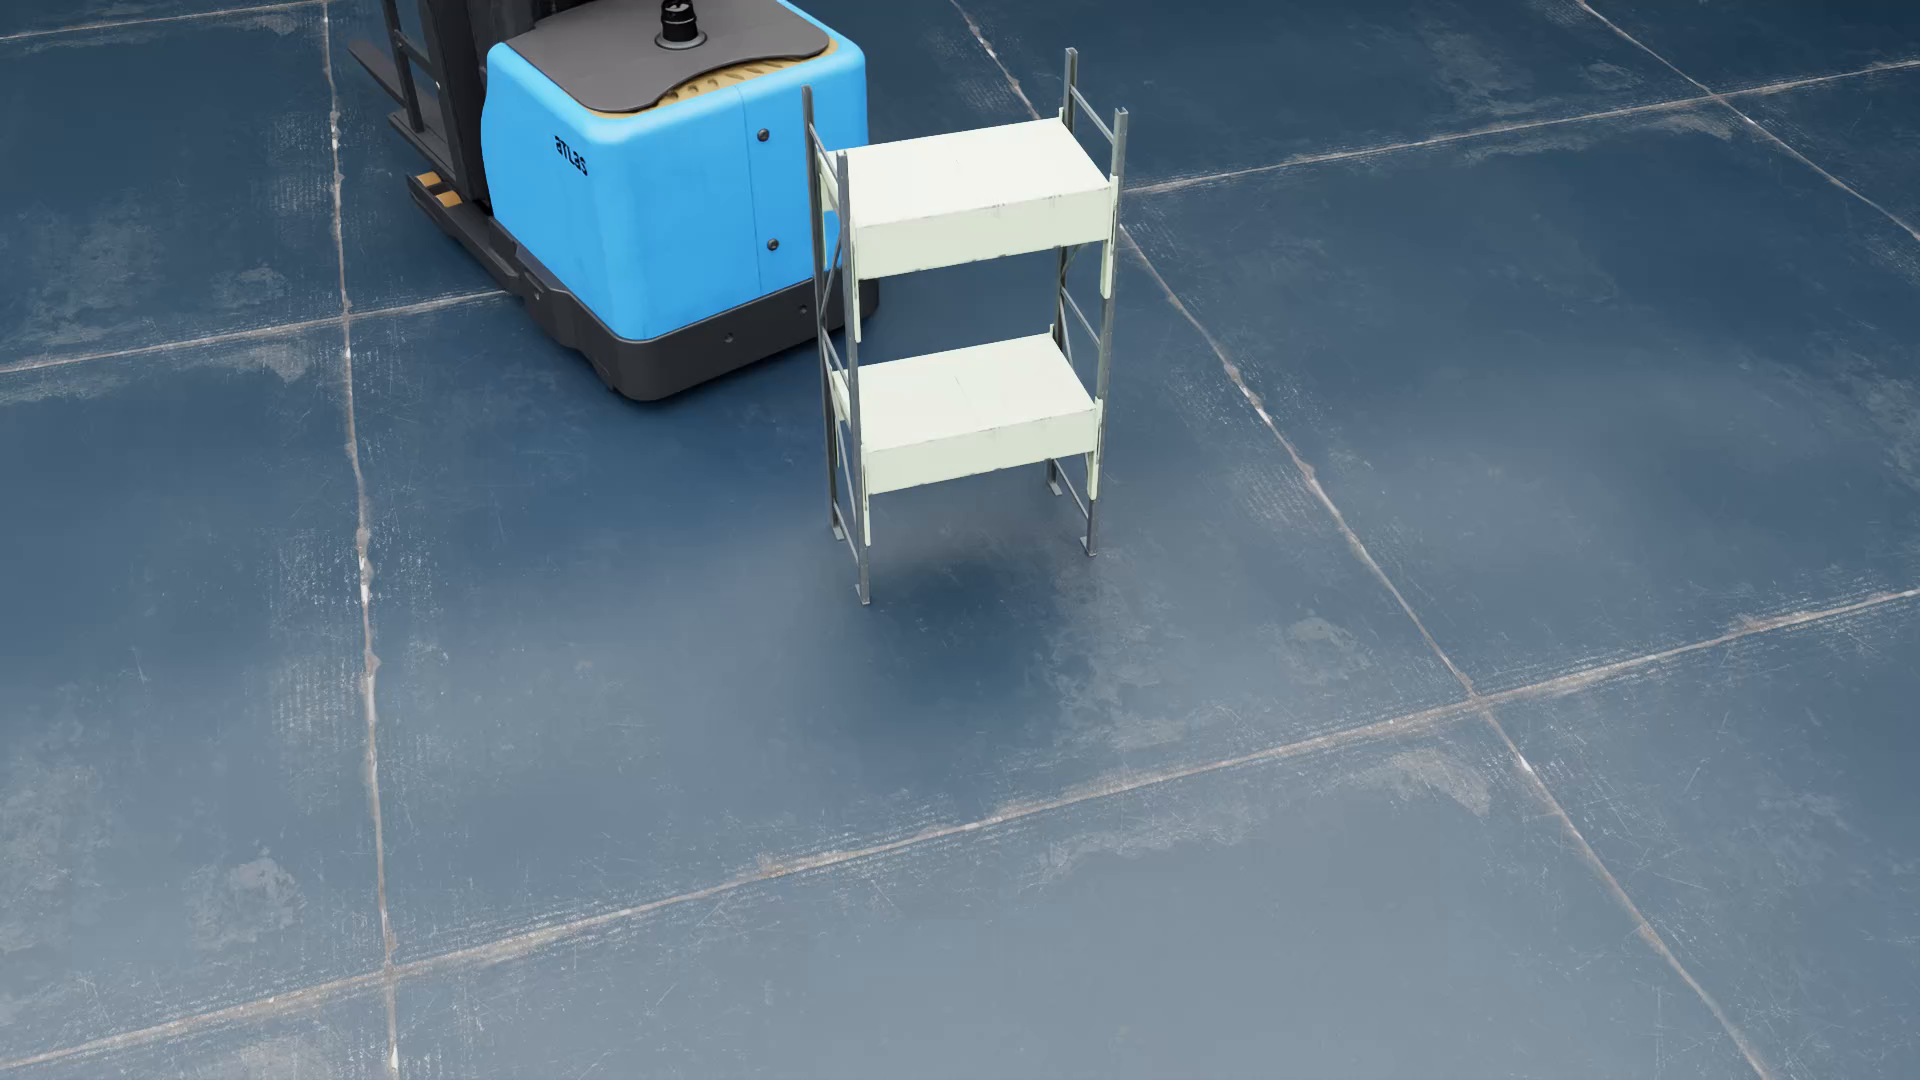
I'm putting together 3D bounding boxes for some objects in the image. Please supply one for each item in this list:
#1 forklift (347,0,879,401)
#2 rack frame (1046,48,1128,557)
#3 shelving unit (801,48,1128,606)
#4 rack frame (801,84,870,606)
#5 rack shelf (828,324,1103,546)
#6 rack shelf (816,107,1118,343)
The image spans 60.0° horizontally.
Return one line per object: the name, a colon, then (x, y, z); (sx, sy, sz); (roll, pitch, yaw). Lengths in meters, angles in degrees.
forklift: (-1.580, -2.501, 5.885); (1.130, 2.935, 3.031); (-26, 47, -27)
rack frame: (0.355, -0.638, 4.841); (0.023, 1.500, 0.400); (-12, 42, -13)
shelving unit: (0.006, -0.566, 4.758); (0.755, 1.500, 0.431); (-12, 42, -13)
rack frame: (-0.343, -0.494, 4.675); (0.023, 1.500, 0.400); (-12, 42, -13)
rack shelf: (0.006, -0.321, 4.973); (0.720, 0.370, 0.431); (-12, 42, -13)
rack shelf: (0.006, -0.860, 4.501); (0.720, 0.370, 0.431); (-12, 42, -13)
